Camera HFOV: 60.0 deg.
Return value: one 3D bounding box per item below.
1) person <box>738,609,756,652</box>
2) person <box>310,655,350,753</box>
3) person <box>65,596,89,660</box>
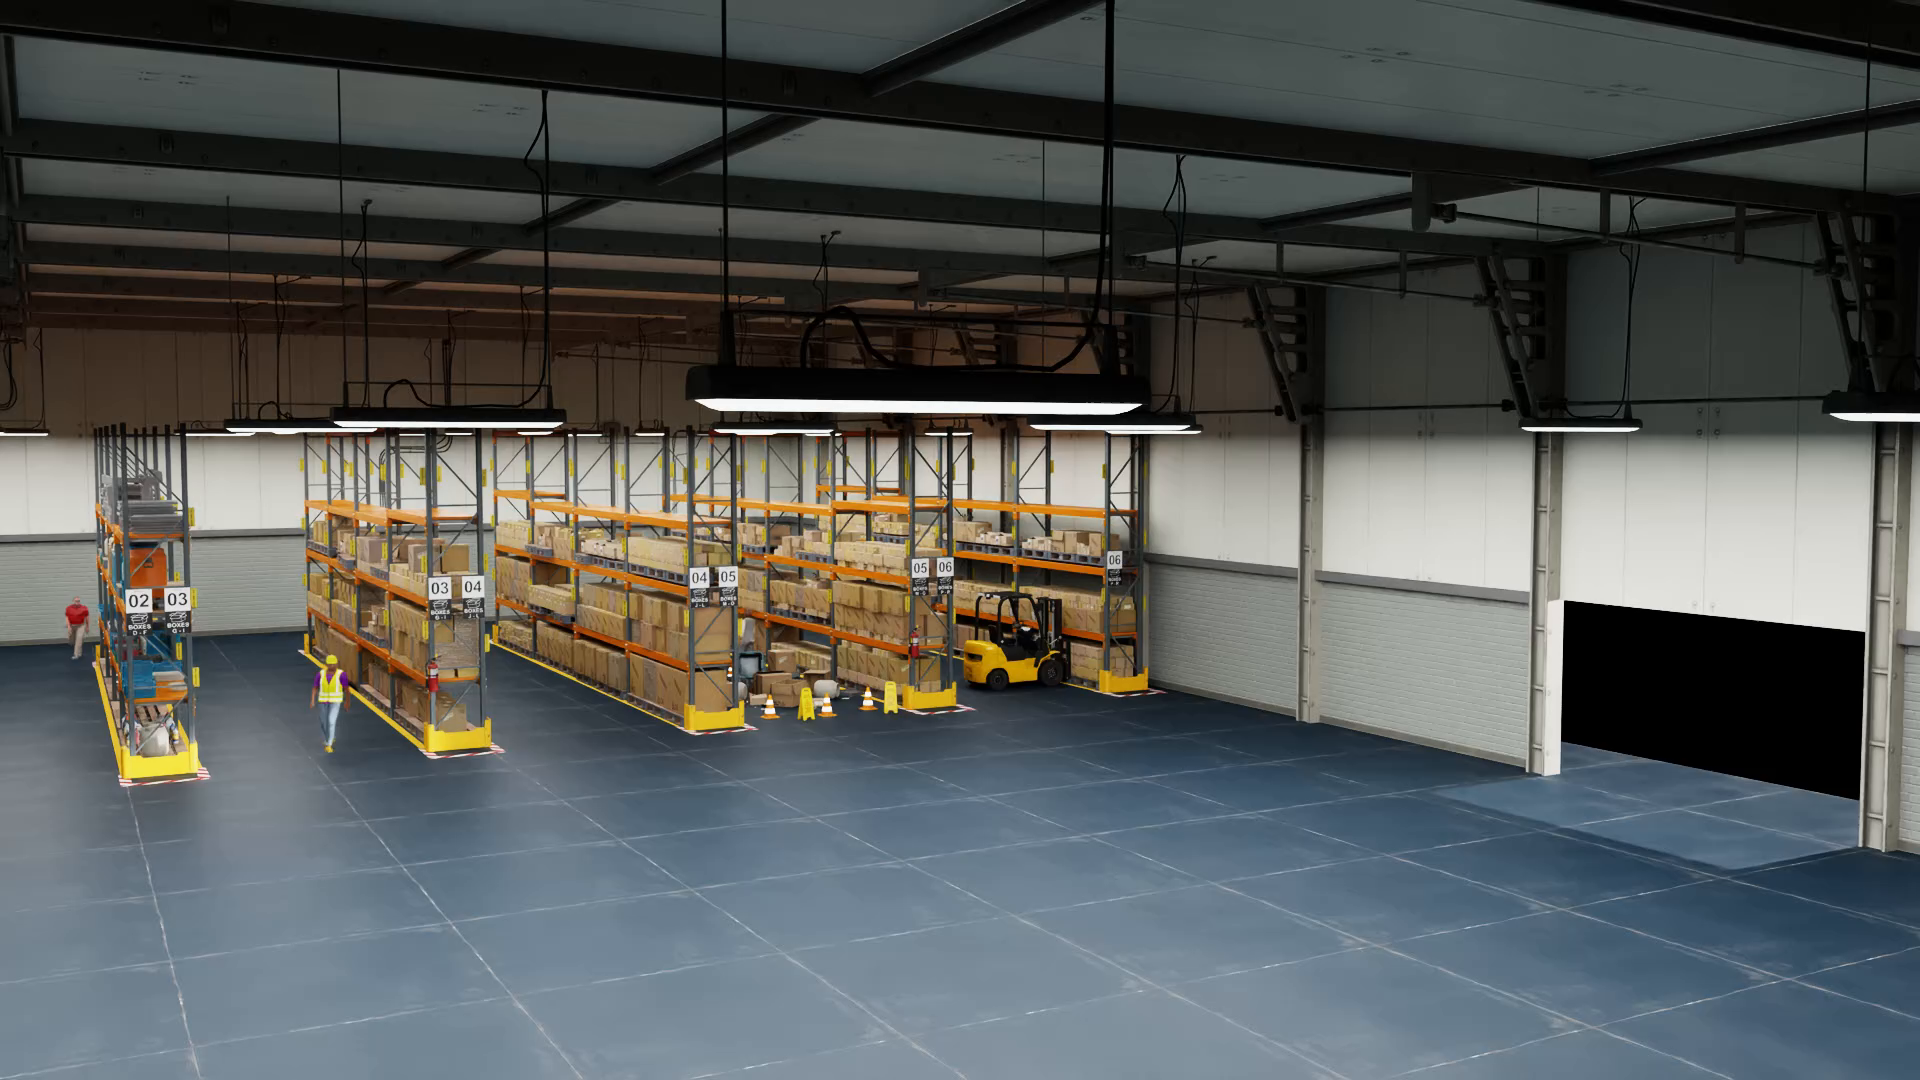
[{"bbox_3d":[-5.150,2.470,40.427,0.474,1.593,0.422,-2,4,-35],"label":"person"},{"bbox_3d":[-11.630,3.006,30.723,0.657,1.774,0.729,0,3,-8],"label":"person"},{"bbox_3d":[-22.938,2.277,43.166,0.527,1.641,1.145,-1,4,-15],"label":"person"}]
